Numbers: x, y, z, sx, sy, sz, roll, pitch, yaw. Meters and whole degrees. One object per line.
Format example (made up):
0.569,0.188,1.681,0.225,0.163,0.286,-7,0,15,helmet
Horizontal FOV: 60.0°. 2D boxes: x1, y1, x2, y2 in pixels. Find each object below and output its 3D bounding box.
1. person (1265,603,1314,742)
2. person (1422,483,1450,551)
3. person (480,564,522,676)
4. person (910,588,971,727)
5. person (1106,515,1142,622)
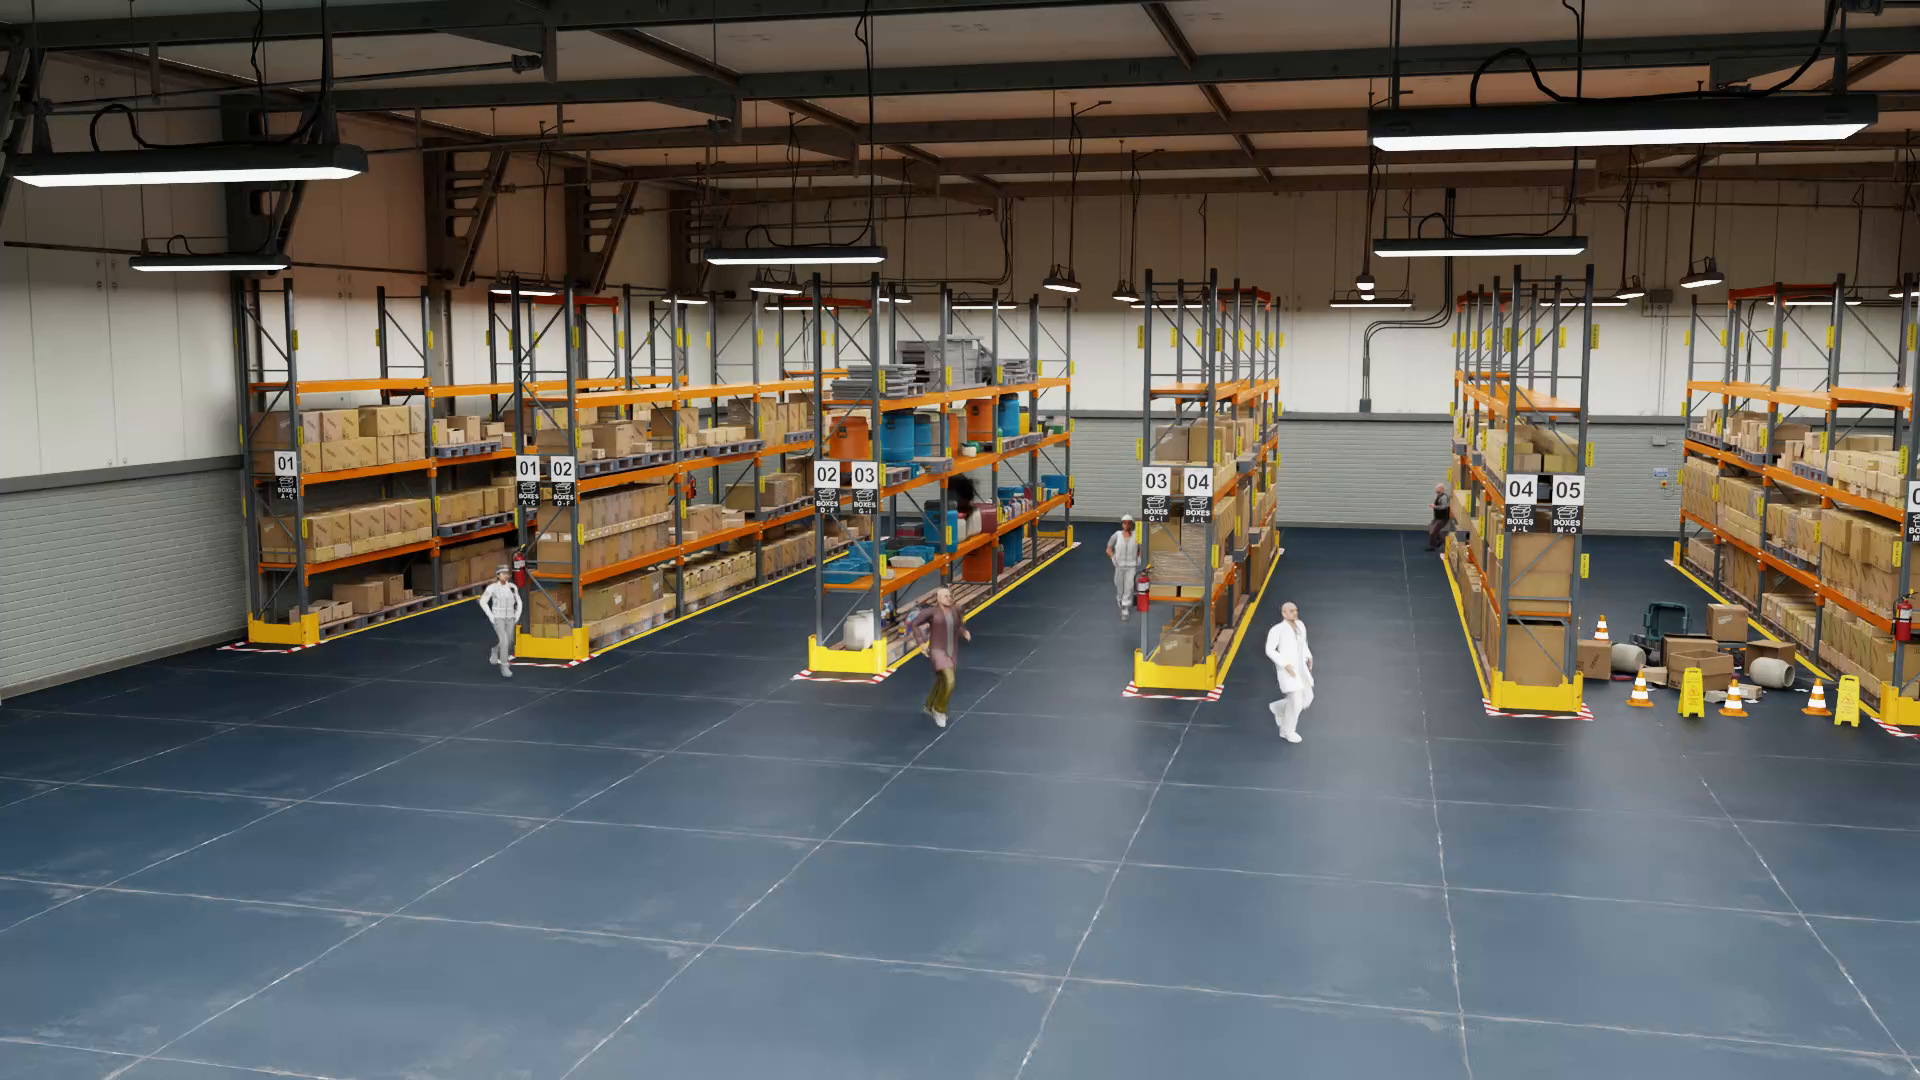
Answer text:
4.138,1.646,20.925,0.710,1.745,0.605,-5,9,-36,person
11.319,-0.534,39.427,0.588,1.643,0.900,0,7,1,person
-6.923,1.190,25.106,0.618,1.672,0.707,-6,9,-41,person
-0.208,1.533,21.798,0.693,1.823,0.808,-7,10,-44,person
2.804,0.465,28.049,0.667,1.780,0.787,0,7,4,person
